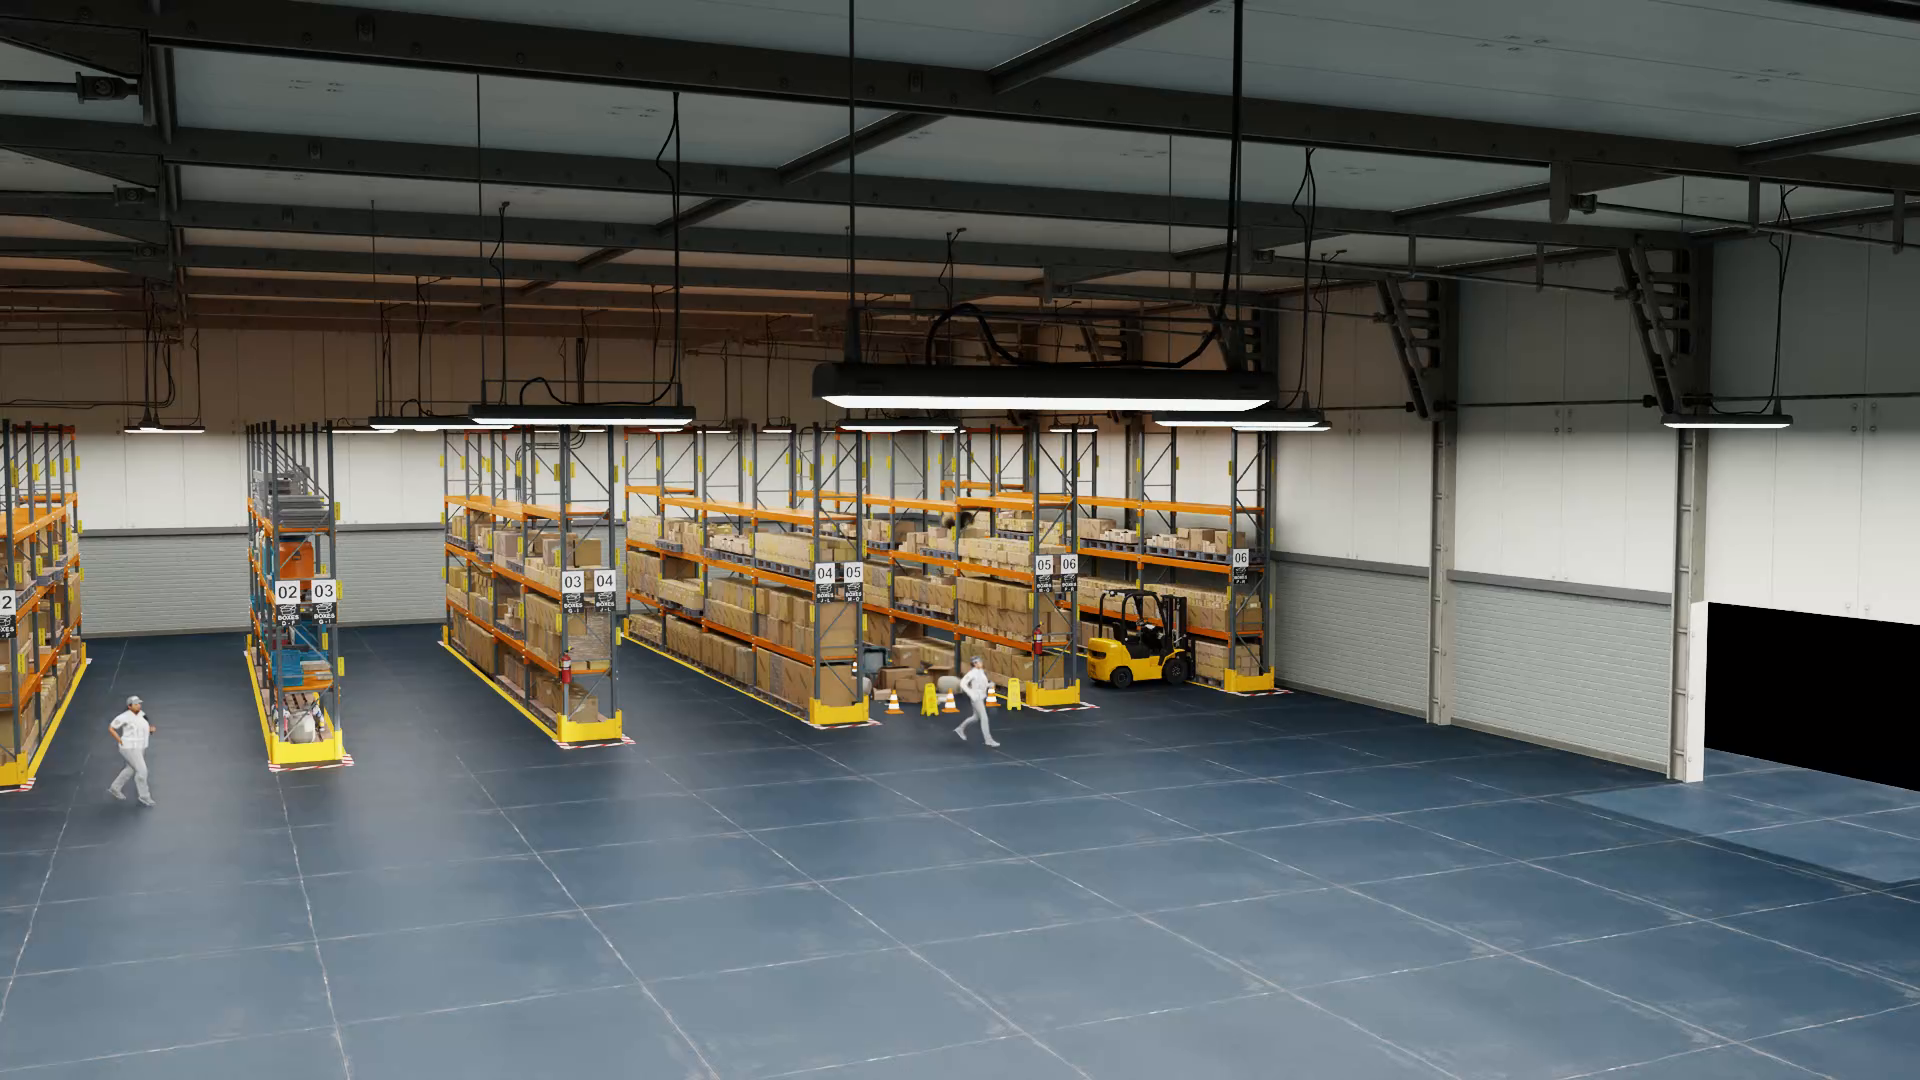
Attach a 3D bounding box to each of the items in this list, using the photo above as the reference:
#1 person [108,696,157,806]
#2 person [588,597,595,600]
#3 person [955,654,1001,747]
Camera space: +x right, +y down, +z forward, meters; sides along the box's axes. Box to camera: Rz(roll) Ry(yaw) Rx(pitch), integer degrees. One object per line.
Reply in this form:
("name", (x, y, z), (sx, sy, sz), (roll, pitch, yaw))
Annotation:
("person", (-12.896, 3.277, 25.926), (0.842, 1.712, 0.583), (0, 4, 6))
("person", (-10.170, 2.029, 46.143), (0.551, 1.615, 0.803), (-1, 4, -22))
("person", (0.326, 2.937, 30.678), (0.922, 1.679, 0.613), (1, 4, 21))
